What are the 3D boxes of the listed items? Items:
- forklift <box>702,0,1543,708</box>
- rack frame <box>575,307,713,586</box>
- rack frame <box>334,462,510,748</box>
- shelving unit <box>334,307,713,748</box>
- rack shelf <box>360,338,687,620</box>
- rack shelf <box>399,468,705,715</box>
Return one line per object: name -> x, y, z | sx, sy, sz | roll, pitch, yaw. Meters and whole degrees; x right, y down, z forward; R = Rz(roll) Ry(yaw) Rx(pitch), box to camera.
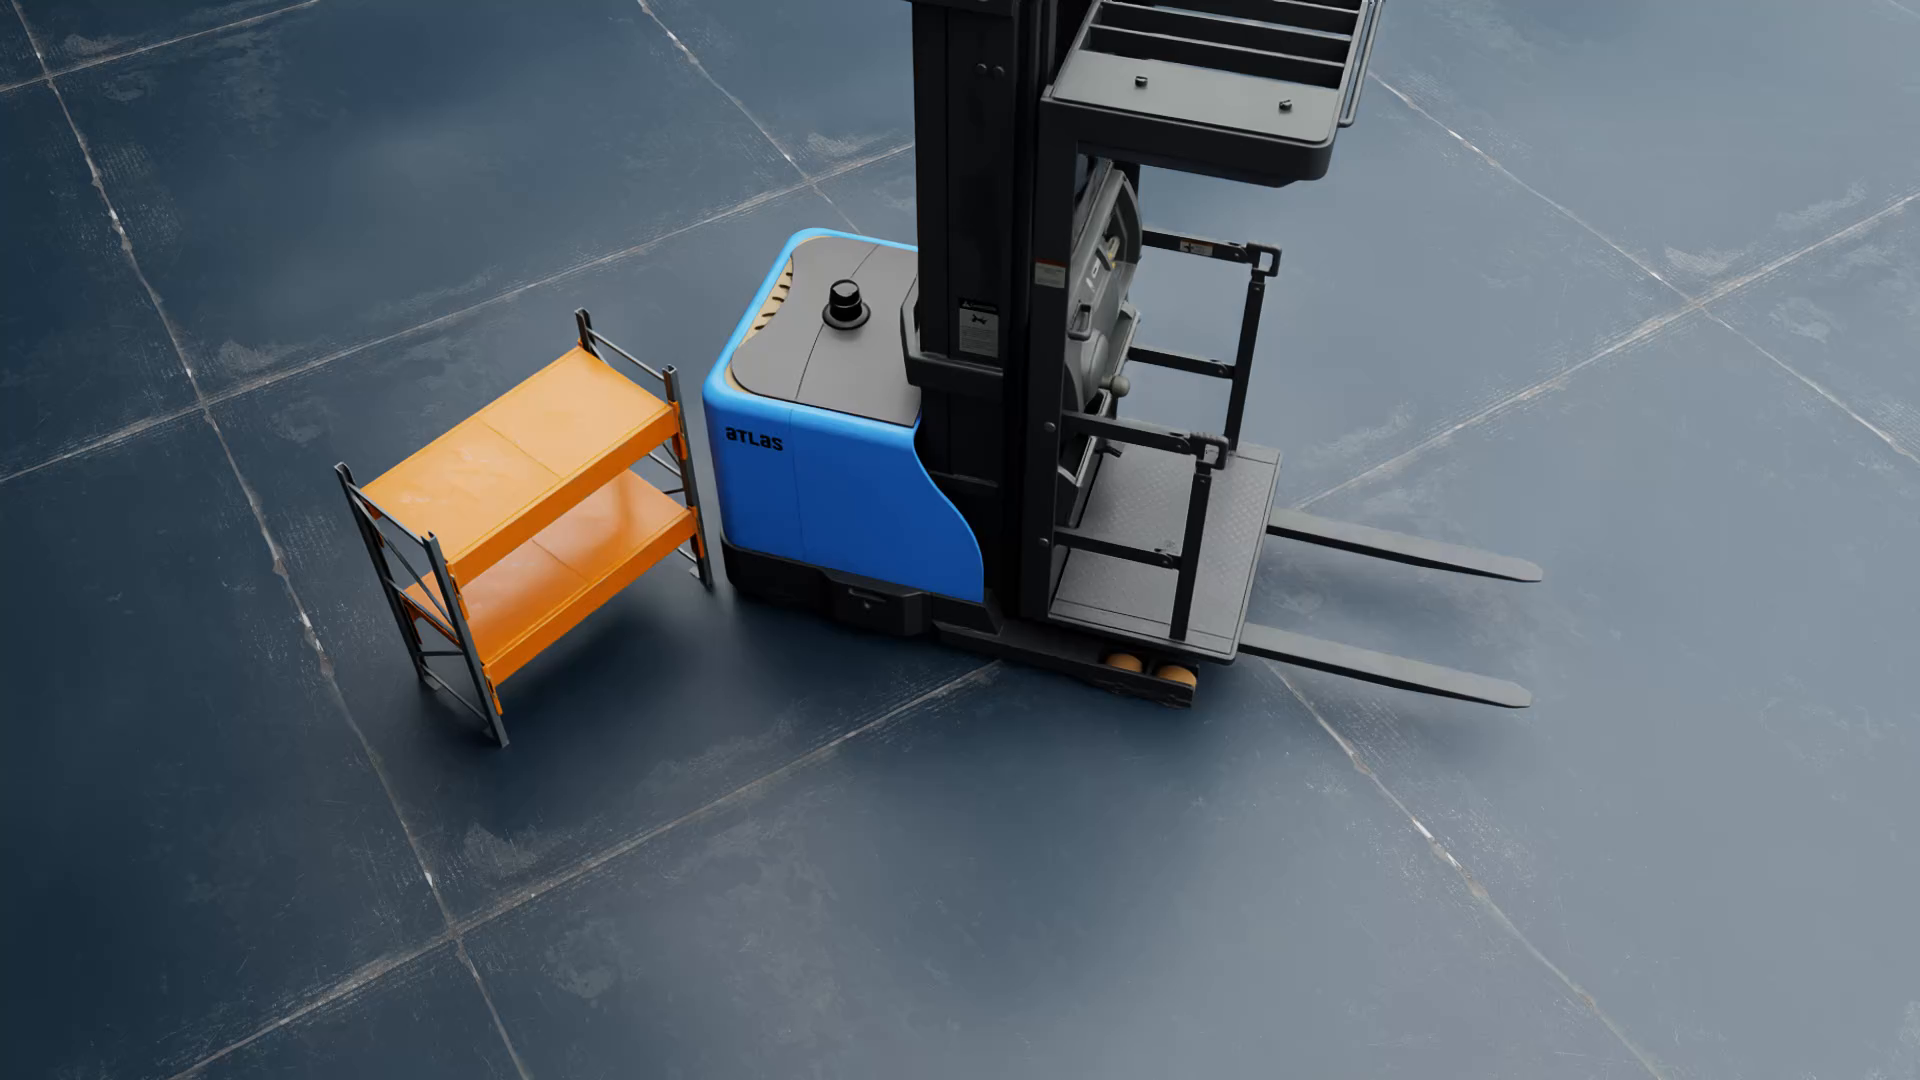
forklift -> 0.663, -0.803, 5.448 | 3.031, 2.935, 1.130 | 13, 50, 11
rack frame -> -1.172, -0.326, 6.232 | 0.500, 1.125, 0.032 | 33, 56, 26
rack frame -> -1.835, 0.249, 5.720 | 0.500, 1.125, 0.032 | 33, 56, 26
shelving unit -> -1.503, -0.038, 5.976 | 0.538, 1.125, 1.048 | 33, 56, 26
rack shelf -> -1.503, -0.233, 5.758 | 0.538, 0.278, 1.000 | 33, 56, 26
rack shelf -> -1.503, 0.124, 6.159 | 0.538, 0.278, 1.000 | 33, 56, 26
